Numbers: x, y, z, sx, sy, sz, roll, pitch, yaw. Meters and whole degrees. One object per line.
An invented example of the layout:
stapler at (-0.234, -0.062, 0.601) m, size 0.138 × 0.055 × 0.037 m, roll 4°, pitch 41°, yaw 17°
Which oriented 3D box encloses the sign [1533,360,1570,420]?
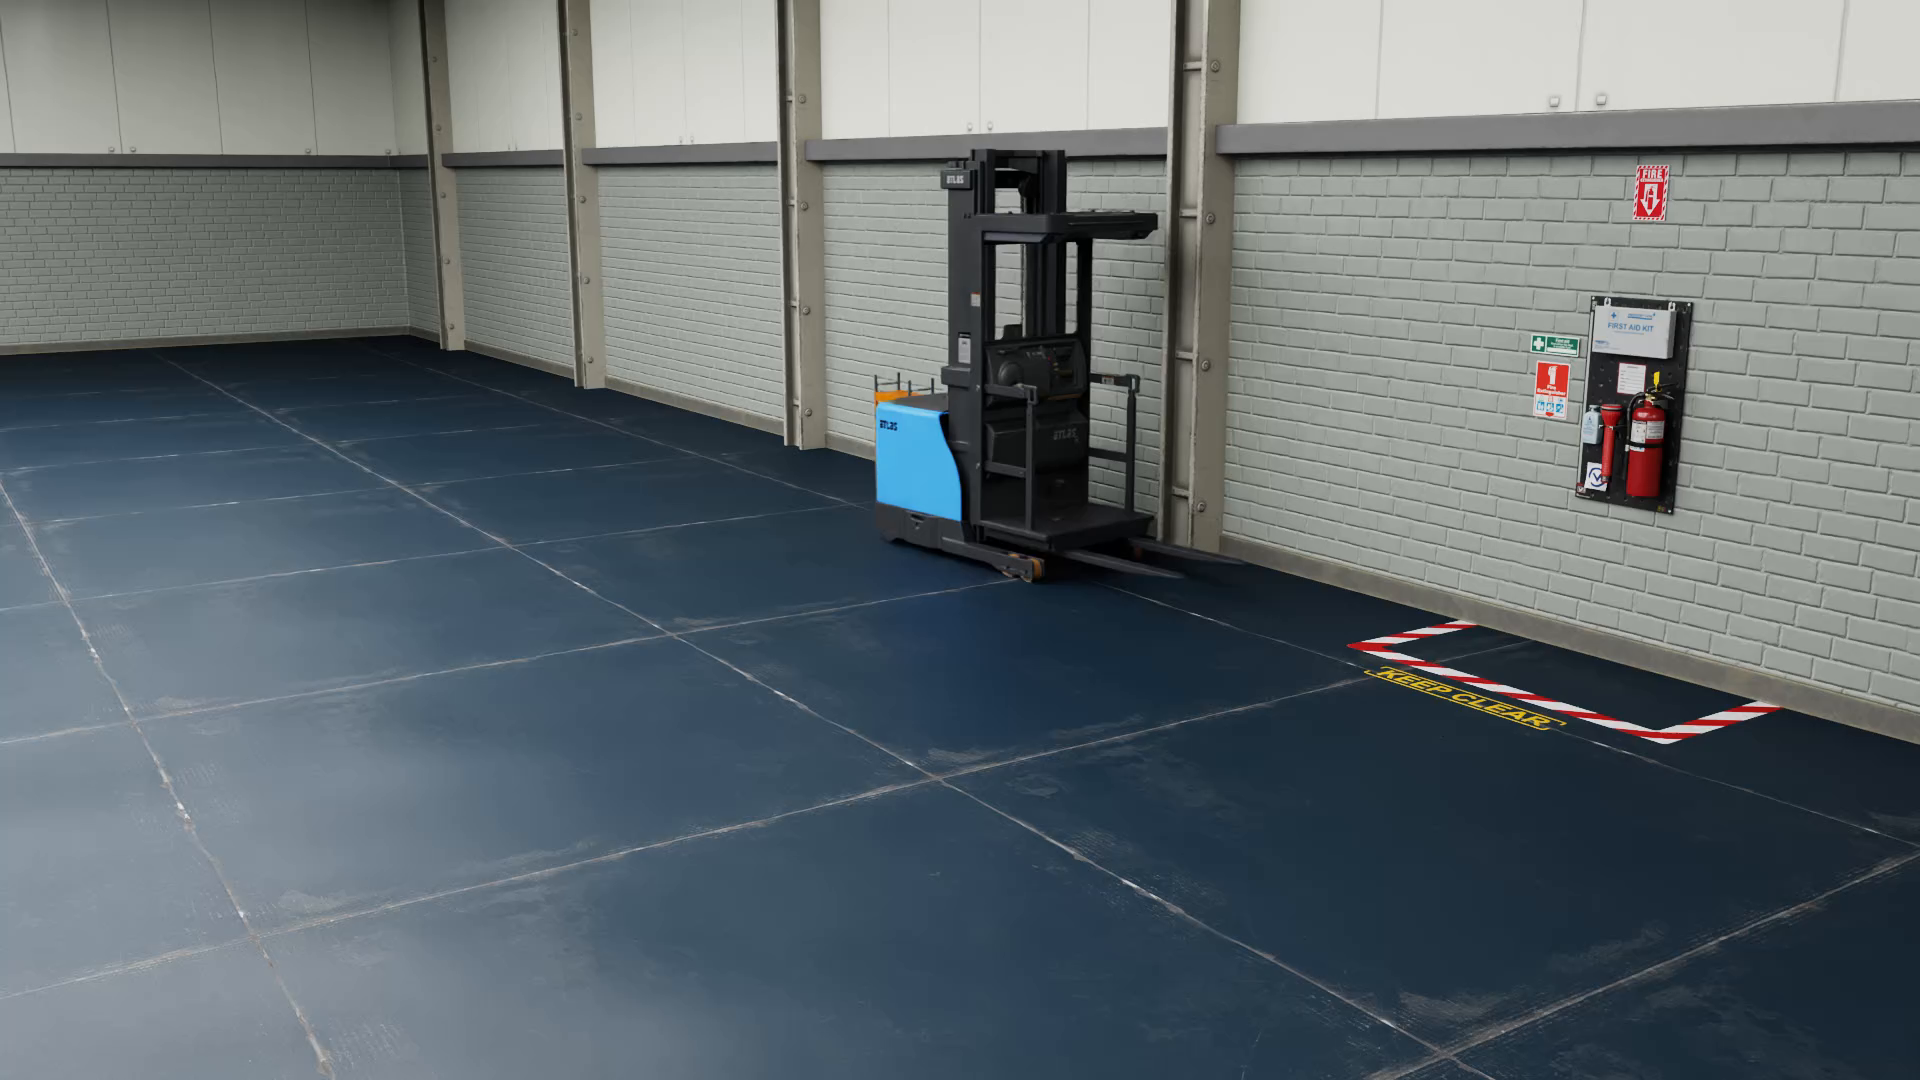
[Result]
sign at (3.485, -0.884, 9.797) m, size 0.001 × 0.329 × 0.234 m, roll -8°, pitch 15°, yaw -33°

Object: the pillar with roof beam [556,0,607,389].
pillar with roof beam at (-8.514, -5.934, 18.933) m, size 9.100 × 9.000 × 0.400 m, roll -8°, pitch 15°, yaw -33°

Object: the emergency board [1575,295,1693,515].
emergency board at (3.705, -0.756, 9.295) m, size 0.194 × 1.169 × 0.643 m, roll -8°, pitch 15°, yaw -33°

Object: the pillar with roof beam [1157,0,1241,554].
pillar with roof beam at (-1.866, -3.800, 9.174) m, size 9.100 × 9.000 × 0.400 m, roll -8°, pitch 15°, yaw -33°

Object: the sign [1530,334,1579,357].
sign at (3.480, -1.141, 9.732) m, size 0.001 × 0.109 × 0.331 m, roll -8°, pitch 15°, yaw -33°

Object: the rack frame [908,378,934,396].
rack frame at (-0.304, -0.669, 13.114) m, size 0.240 × 1.200 × 0.015 m, roll -9°, pitch 15°, yaw -34°

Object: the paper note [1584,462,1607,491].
paper note at (3.664, -0.365, 9.571) m, size 0.016 × 0.148 × 0.142 m, roll -8°, pitch 15°, yaw -33°

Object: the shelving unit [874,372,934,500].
shelving unit at (-0.445, -0.712, 13.309) m, size 0.258 × 1.200 × 0.503 m, roll -9°, pitch 15°, yaw -34°

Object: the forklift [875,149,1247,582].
forklift at (0.687, -1.261, 11.767) m, size 1.130 × 2.935 × 3.031 m, roll -10°, pitch 16°, yaw -40°

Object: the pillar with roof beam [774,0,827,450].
pillar with roof beam at (-5.190, -4.867, 14.053) m, size 9.100 × 9.000 × 0.400 m, roll -8°, pitch 15°, yaw -33°

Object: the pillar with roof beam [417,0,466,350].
pillar with roof beam at (-11.838, -7.001, 23.812) m, size 9.100 × 9.000 × 0.400 m, roll -8°, pitch 15°, yaw -33°

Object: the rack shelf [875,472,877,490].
rack shelf at (-0.445, -0.452, 13.366) m, size 0.258 × 0.148 × 0.480 m, roll -9°, pitch 15°, yaw -34°

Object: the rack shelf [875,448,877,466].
rack shelf at (-0.445, -0.646, 13.323) m, size 0.258 × 0.148 × 0.480 m, roll -9°, pitch 15°, yaw -34°

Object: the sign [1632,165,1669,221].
sign at (3.784, -1.901, 9.108) m, size 0.001 × 0.298 × 0.199 m, roll -8°, pitch 15°, yaw -33°

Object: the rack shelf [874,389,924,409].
rack shelf at (-0.445, -1.096, 13.225) m, size 0.258 × 0.148 × 0.480 m, roll -9°, pitch 15°, yaw -34°

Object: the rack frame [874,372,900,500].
rack frame at (-0.586, -0.754, 13.503) m, size 0.240 × 1.200 × 0.015 m, roll -9°, pitch 15°, yaw -34°
